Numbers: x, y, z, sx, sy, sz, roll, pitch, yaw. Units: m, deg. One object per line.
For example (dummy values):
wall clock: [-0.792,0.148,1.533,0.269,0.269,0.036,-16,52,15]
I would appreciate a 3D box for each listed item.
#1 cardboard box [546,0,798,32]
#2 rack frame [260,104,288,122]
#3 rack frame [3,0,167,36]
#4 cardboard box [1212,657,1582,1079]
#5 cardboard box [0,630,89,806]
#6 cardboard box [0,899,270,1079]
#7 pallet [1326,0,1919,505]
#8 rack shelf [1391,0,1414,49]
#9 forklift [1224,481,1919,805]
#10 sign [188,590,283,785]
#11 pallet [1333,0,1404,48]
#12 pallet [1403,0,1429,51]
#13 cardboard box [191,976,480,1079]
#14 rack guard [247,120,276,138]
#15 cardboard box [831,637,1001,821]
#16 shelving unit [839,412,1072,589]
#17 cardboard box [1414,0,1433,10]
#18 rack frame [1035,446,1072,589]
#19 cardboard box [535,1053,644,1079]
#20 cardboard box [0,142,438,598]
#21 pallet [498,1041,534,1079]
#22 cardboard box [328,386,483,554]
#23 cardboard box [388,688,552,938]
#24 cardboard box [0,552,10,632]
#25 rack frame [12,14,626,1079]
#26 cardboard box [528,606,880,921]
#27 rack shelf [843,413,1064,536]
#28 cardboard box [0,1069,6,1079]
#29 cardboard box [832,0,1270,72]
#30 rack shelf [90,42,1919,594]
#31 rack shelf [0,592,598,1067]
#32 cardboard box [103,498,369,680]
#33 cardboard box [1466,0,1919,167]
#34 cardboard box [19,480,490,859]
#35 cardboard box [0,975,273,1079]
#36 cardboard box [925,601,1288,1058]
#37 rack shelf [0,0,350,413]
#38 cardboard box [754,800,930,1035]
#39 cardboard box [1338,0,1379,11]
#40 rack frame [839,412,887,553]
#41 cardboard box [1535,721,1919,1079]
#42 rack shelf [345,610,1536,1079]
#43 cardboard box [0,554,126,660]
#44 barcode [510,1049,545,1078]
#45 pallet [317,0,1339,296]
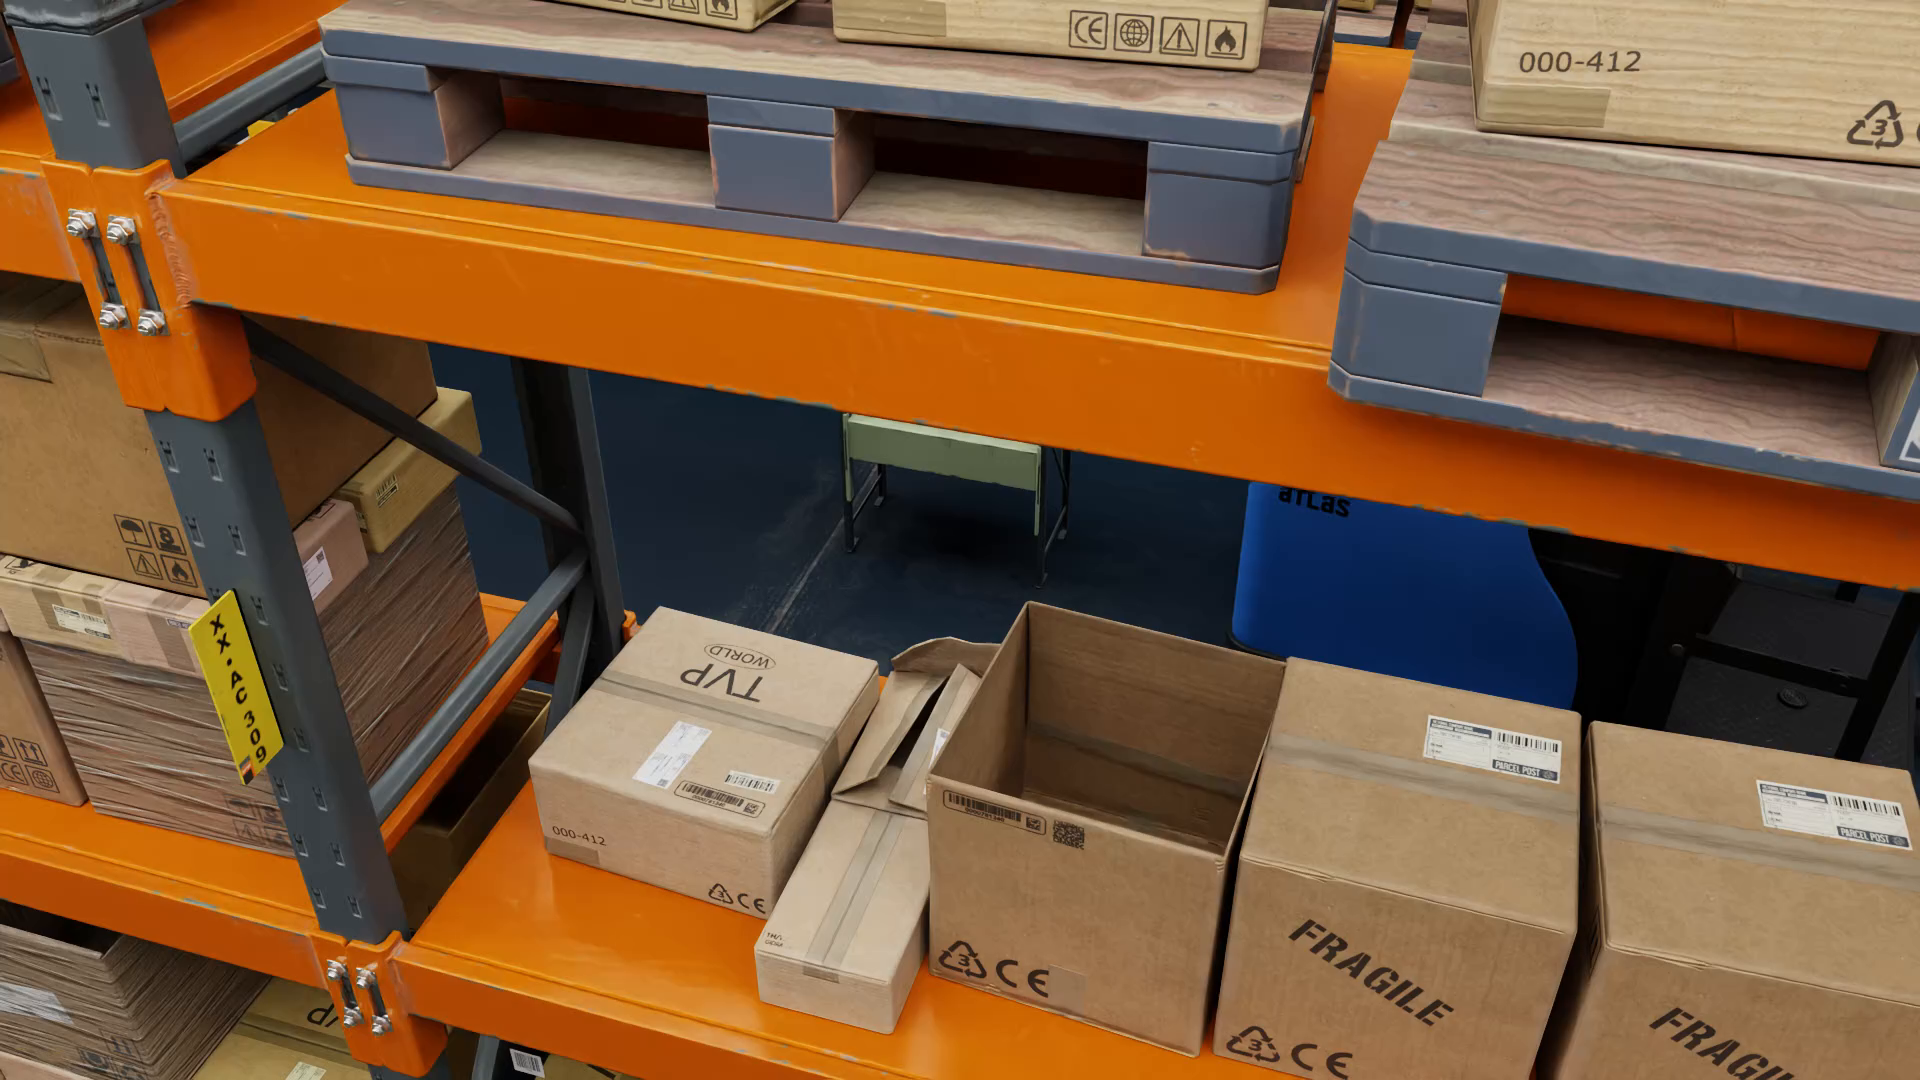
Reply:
cardboard box: [-0.381,-0.901,2.186,0.500,0.250,0.500,14,39,19]
rack frame: [-3.311,-3.209,8.080,0.127,3.000,1.000,10,38,14]
rack frame: [-0.966,-2.115,1.532,0.127,3.000,1.000,10,38,14]
cardboard box: [0.743,0.587,2.837,0.500,0.500,0.500,11,38,14]
cardboard box: [-1.897,0.096,3.504,0.500,0.500,0.700,10,38,13]
cardboard box: [-1.948,0.884,3.851,0.500,0.500,0.500,10,38,14]
pallet: [1.109,-0.389,1.877,1.213,0.211,1.003,12,38,16]
rack shelf: [2.417,-1.859,6.852,4.000,0.370,1.077,10,38,14]
forklift: [2.414,-0.503,4.460,3.031,2.935,1.130,16,39,20]
sign: [-1.130,0.235,2.603,0.005,0.325,0.100,10,38,14]
pallet: [1.194,-2.208,6.881,1.213,0.211,1.003,10,38,14]
pallet: [2.424,-2.045,6.660,1.213,0.211,1.003,10,38,14]
cardboard box: [-1.474,1.281,3.944,0.500,0.250,0.500,10,38,14]
rack guard: [-3.238,-2.189,8.803,0.348,0.500,1.175,10,38,14]
cardboard box: [-0.072,0.407,3.280,0.258,0.266,0.396,10,37,13]
shelving unit: [-0.006,-0.605,5.807,0.755,1.500,0.431,10,38,14]
cardboard box: [2.152,-2.409,6.537,0.500,0.500,0.700,16,39,20]
rack frame: [0.343,-0.541,5.719,0.023,1.500,0.400,10,38,14]
cardboard box: [-0.646,1.227,3.544,0.500,0.311,0.500,11,38,14]
cardboard box: [-1.391,-0.337,2.998,0.500,0.500,0.700,11,38,14]
pallet: [-1.713,1.260,4.360,1.213,0.211,1.003,10,38,14]
cardboard box: [-1.165,-0.158,3.302,0.250,0.149,0.380,10,38,14]
cardboard box: [-1.315,0.678,4.131,0.500,0.500,0.500,10,38,14]
cardboard box: [-1.776,-0.017,3.111,0.250,0.149,0.380,9,37,13]
rack frame: [-0.966,0.301,3.311,0.127,3.000,1.000,10,38,14]
cardboard box: [-0.483,0.424,3.270,0.500,0.250,0.500,13,38,17]
rack shelf: [-0.006,-0.343,6.000,0.720,0.370,0.431,10,38,14]
cardboard box: [-2.430,1.107,4.181,0.500,0.250,0.500,10,38,14]
cardboard box: [0.144,-0.806,2.056,0.500,0.250,0.500,7,37,9]
rack shelf: [0.943,-0.264,2.154,4.000,0.370,1.077,10,38,14]
rack shelf: [-2.875,0.237,4.004,4.000,0.370,1.077,10,38,14]
cardboard box: [-1.289,0.073,2.989,0.250,0.149,0.380,10,38,14]
cardboard box: [0.841,-0.643,1.835,0.500,0.250,0.500,7,37,10]
cardboard box: [-1.391,0.186,3.383,0.500,0.500,0.700,10,37,13]
cardboard box: [-1.948,1.187,4.072,0.500,0.250,0.500,10,38,14]
cardboard box: [0.265,0.499,2.957,0.500,0.500,0.500,13,38,17]
rack shelf: [-2.875,-0.971,3.115,4.000,0.370,1.077,10,38,14]
cardboard box: [-0.181,0.674,3.015,0.250,0.149,0.380,10,38,14]
cardboard box: [1.514,-2.508,6.671,0.500,0.500,0.700,14,39,19]
rack frame: [-0.356,-0.670,5.895,0.023,1.500,0.400,10,38,14]
cardboard box: [1.246,0.680,2.711,0.500,0.500,0.500,9,37,11]
rack shelf: [0.943,0.944,3.043,4.000,0.370,1.077,10,38,14]
cardboard box: [-1.525,0.028,3.050,0.250,0.149,0.380,10,37,13]
barcode: [-0.847,1.025,3.255,0.075,0.075,0.001,10,38,14]
pallet: [-0.120,-0.681,2.276,1.217,0.209,0.805,9,37,12]
